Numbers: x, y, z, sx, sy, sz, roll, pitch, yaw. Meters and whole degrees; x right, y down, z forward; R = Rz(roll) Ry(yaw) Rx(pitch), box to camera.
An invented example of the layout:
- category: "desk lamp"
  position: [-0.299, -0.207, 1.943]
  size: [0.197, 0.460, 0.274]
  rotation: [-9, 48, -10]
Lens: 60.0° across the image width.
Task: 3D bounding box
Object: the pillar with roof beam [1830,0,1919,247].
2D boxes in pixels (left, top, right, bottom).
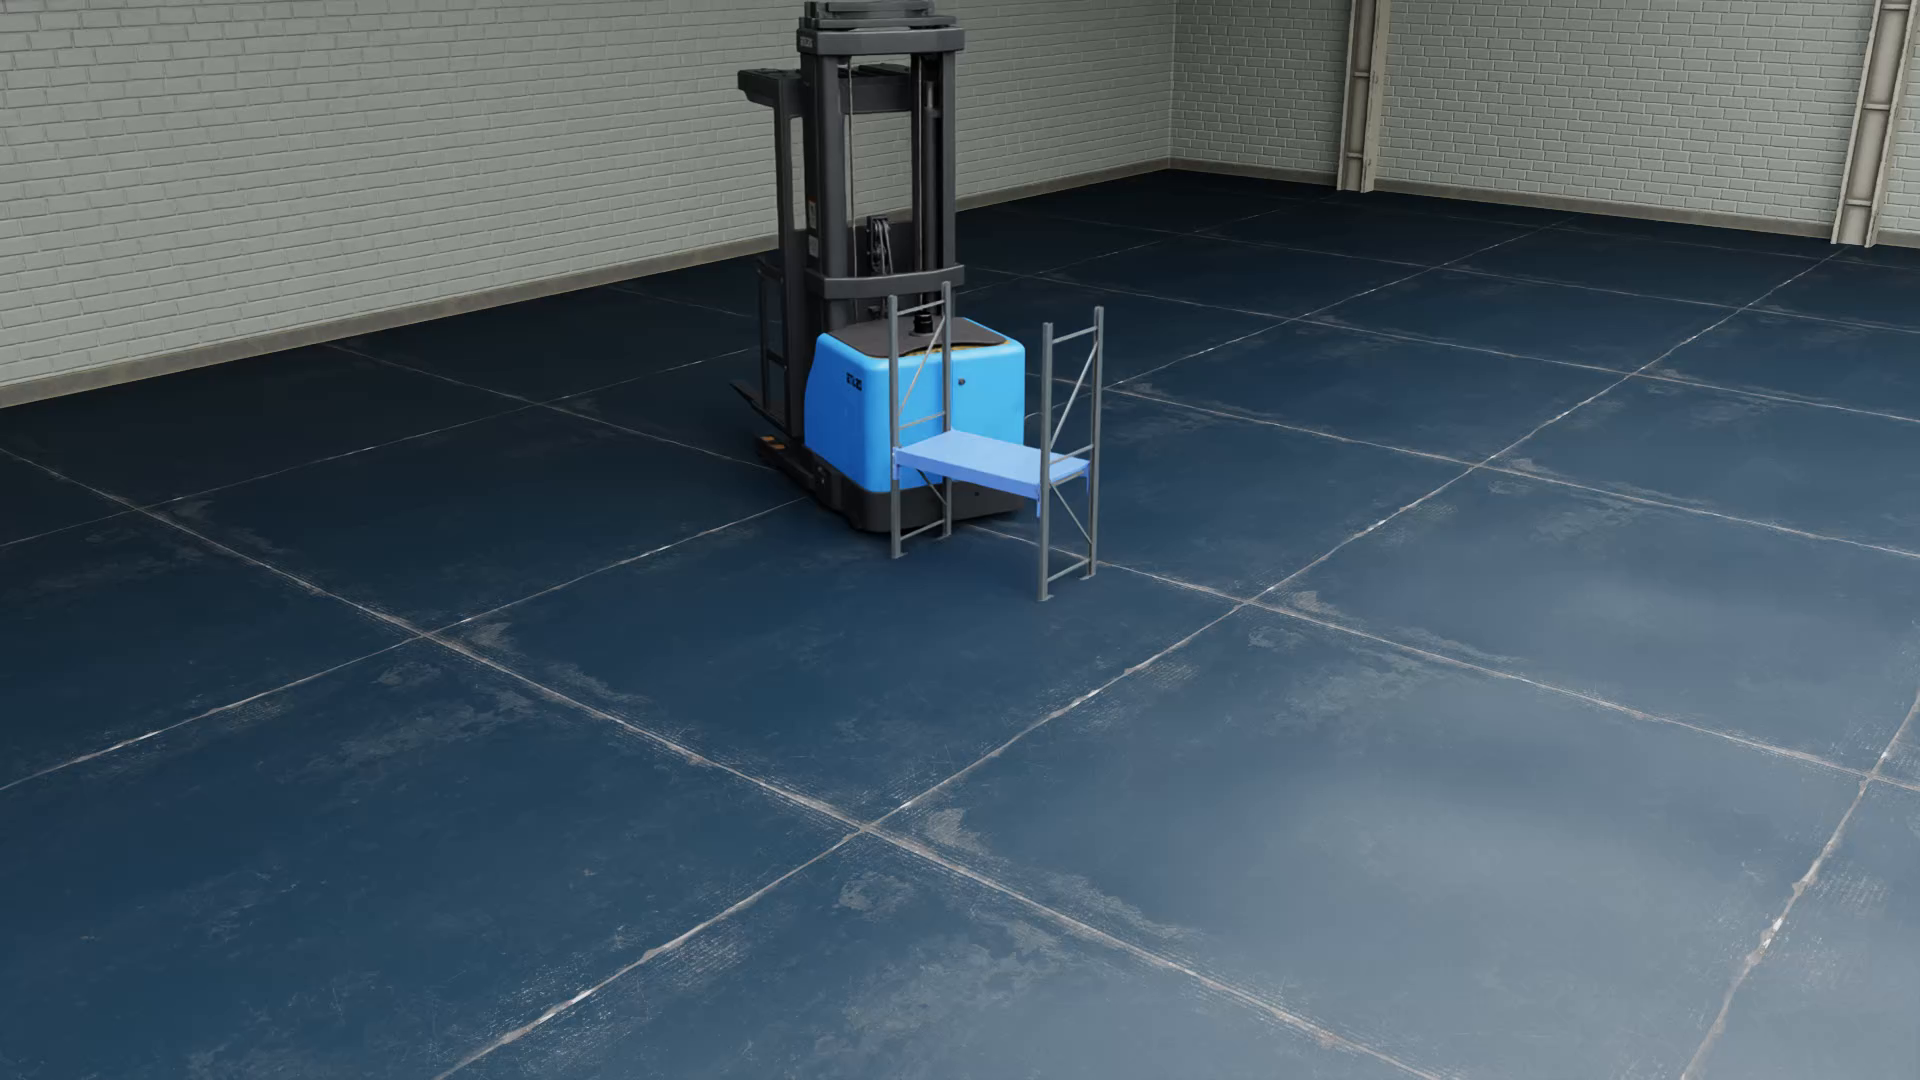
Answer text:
- category: "pillar with roof beam"
  position: [7.133, -6.307, 13.640]
  size: [0.400, 9.000, 9.100]
  rotation: [16, 26, 36]

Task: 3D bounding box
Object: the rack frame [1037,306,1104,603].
- category: "rack frame"
  position: [0.578, -0.440, 8.709]
  size: [0.032, 1.500, 0.500]
  rotation: [16, 26, 36]

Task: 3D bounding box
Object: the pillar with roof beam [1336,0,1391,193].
- category: "pillar with roof beam"
  position: [2.484, -7.646, 17.190]
  size: [0.400, 9.000, 9.100]
  rotation: [16, 26, 36]

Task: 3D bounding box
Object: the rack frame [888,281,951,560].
- category: "rack frame"
  position: [-0.218, -0.663, 9.300]
  size: [0.032, 1.500, 0.500]
  rotation: [16, 26, 36]

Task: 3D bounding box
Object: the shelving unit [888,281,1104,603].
- category: "shelving unit"
  position: [0.180, -0.551, 9.005]
  size: [1.048, 1.500, 0.538]
  rotation: [16, 26, 36]

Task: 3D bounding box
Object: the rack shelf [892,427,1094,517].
- category: "rack shelf"
  position: [0.180, -0.383, 9.068]
  size: [1.000, 0.185, 0.538]
  rotation: [16, 26, 36]

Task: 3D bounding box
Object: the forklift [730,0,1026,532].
- category: "forklift"
  position: [-0.709, -1.896, 10.542]
  size: [1.130, 2.935, 3.031]
  rotation: [-10, 23, -24]
